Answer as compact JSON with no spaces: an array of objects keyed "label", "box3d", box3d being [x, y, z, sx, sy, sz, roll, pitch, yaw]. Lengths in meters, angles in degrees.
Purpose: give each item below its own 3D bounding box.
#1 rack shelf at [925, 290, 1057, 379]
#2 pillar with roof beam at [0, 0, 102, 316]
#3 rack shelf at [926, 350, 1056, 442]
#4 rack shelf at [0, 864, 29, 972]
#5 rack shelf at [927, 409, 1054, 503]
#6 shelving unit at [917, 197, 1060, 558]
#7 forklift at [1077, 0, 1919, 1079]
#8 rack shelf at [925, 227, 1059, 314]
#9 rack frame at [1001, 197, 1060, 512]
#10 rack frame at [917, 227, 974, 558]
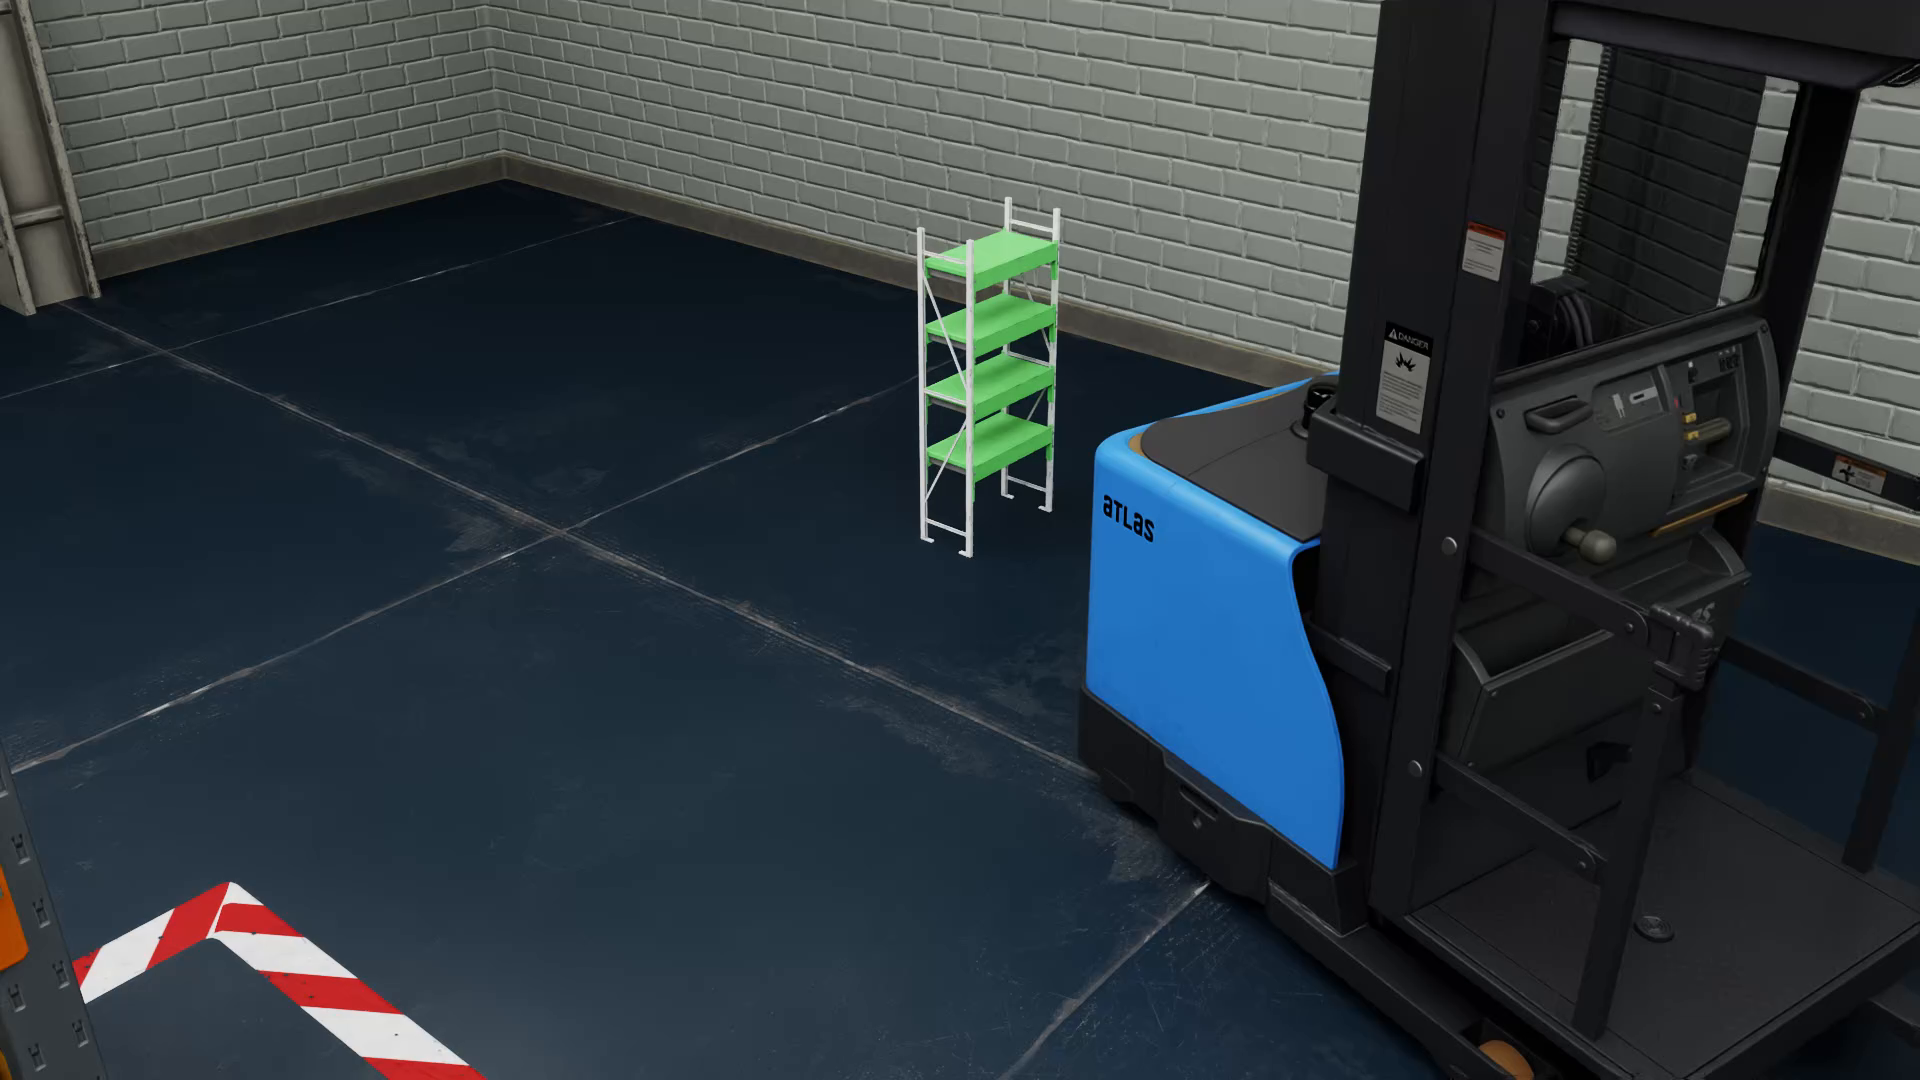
[{"label":"rack shelf","box3d":[0.105,-0.748,6.007,0.258,0.148,0.480,21,34,34]},{"label":"pillar with roof beam","box3d":[-1.420,-3.993,4.176,9.100,9.000,0.400,21,34,34]},{"label":"rack shelf","box3d":[0.105,-0.535,6.117,0.258,0.148,0.480,21,34,34]},{"label":"rack shelf","box3d":[-3.239,1.098,1.646,1.077,0.370,4.000,21,34,34]},{"label":"rack shelf","box3d":[0.105,-0.322,6.227,0.258,0.148,0.480,21,34,34]},{"label":"shelving unit","box3d":[0.105,-0.592,6.088,0.258,1.200,0.503,21,34,34]},{"label":"forklift","box3d":[1.577,-0.181,3.409,1.130,2.935,3.031,-17,32,-29]},{"label":"rack shelf","box3d":[0.105,-0.961,5.897,0.258,0.148,0.480,21,34,34]},{"label":"rack frame","box3d":[0.261,-0.678,6.255,0.240,1.200,0.015,21,34,34]},{"label":"rack frame","box3d":[-0.050,-0.505,5.921,0.240,1.200,0.015,21,34,34]}]
